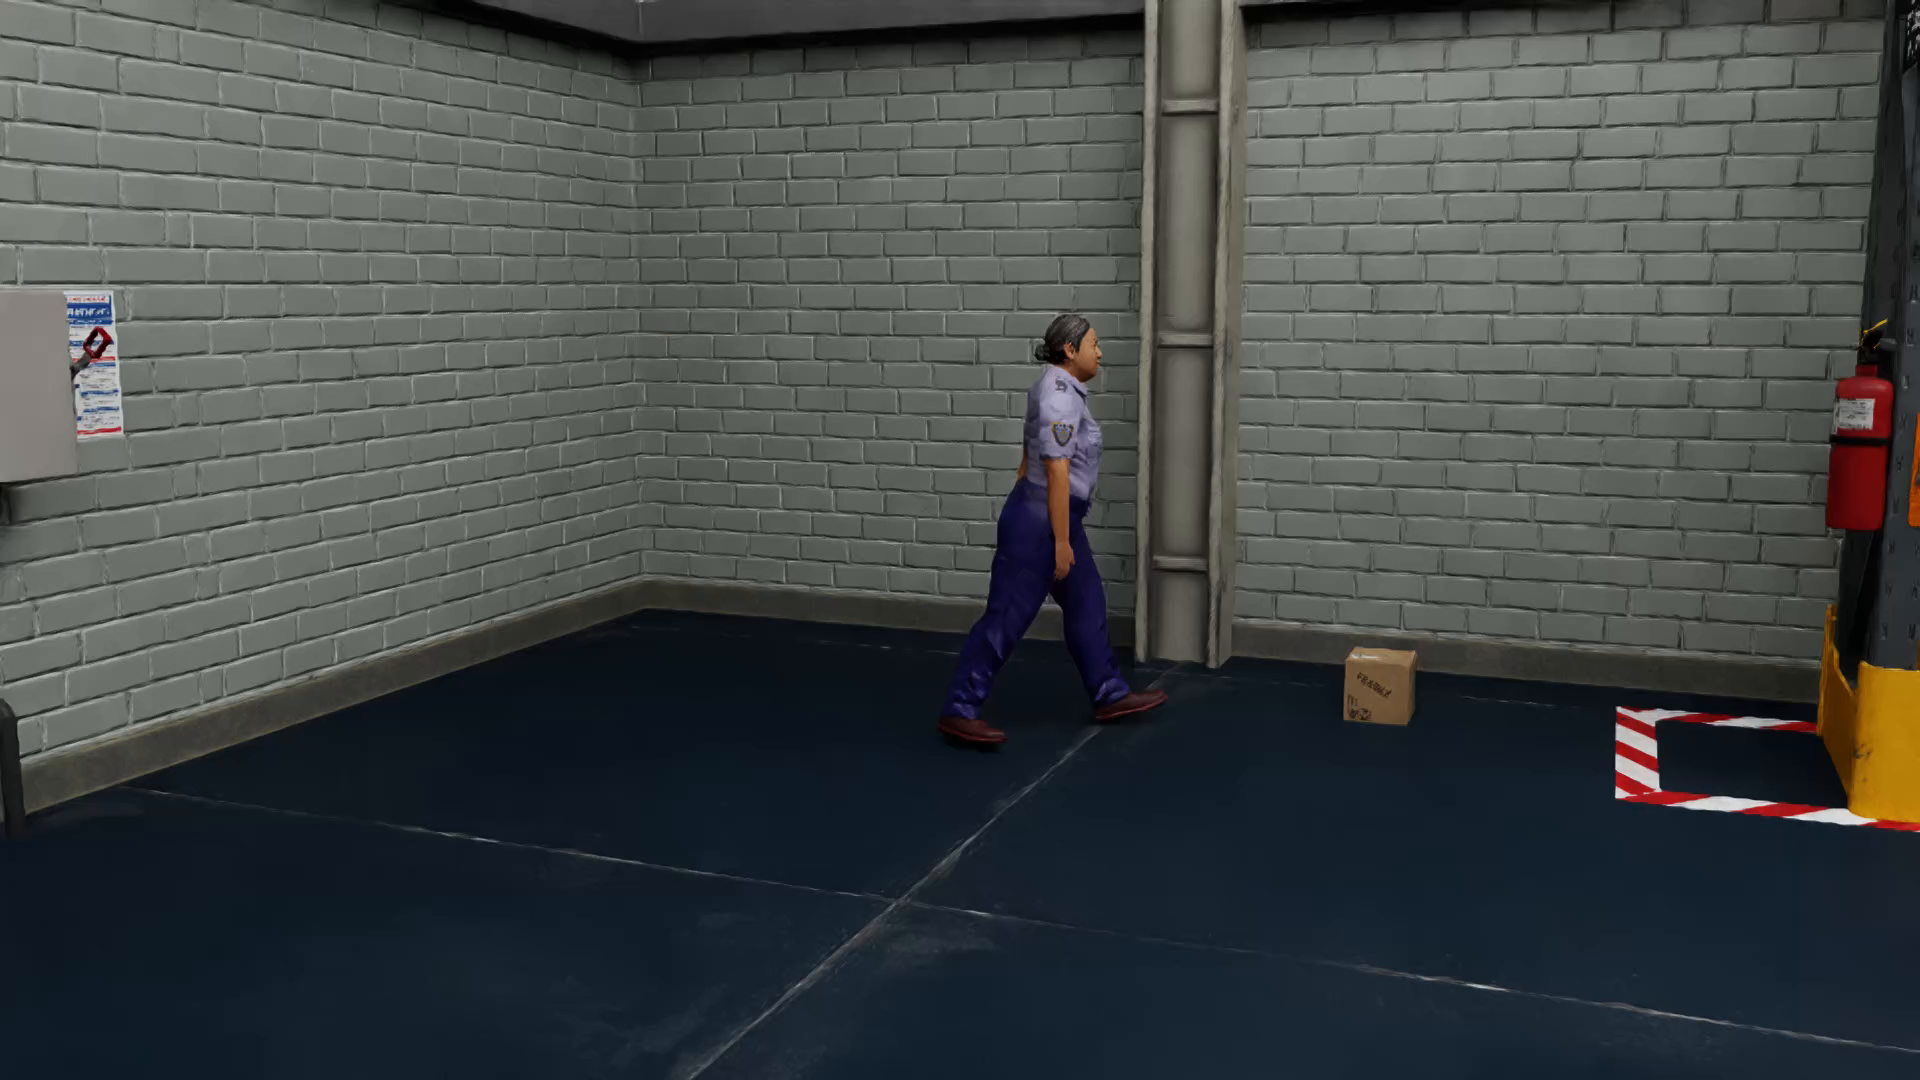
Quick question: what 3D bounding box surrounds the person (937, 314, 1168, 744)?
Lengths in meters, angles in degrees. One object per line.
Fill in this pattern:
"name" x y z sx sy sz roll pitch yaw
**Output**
"person" 0.367 -0.048 6.291 0.909 1.576 0.521 0 9 1
